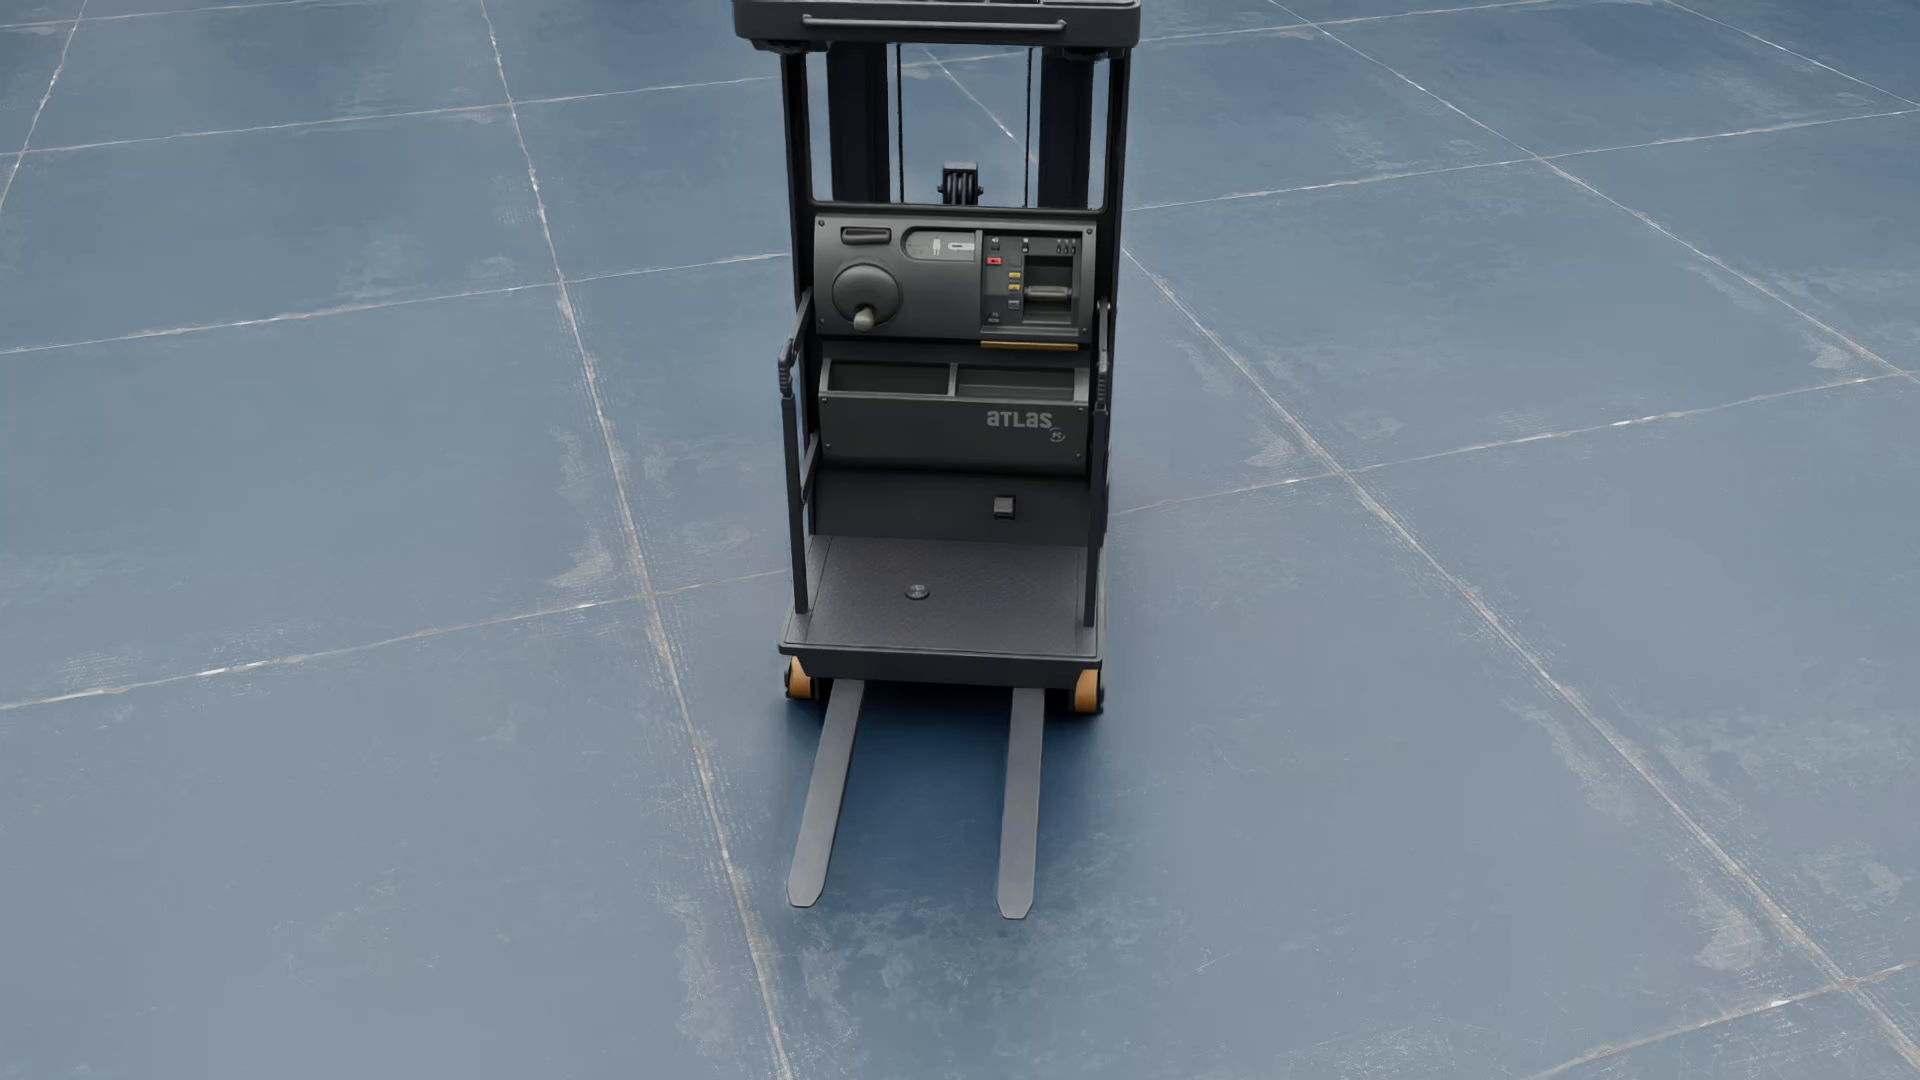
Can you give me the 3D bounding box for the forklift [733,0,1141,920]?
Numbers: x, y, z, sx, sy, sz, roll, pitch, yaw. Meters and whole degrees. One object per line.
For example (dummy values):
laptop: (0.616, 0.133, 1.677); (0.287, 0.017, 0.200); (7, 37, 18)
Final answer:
forklift: (-0.033, -0.808, 5.314); (1.130, 2.935, 3.031); (2, 34, 4)
